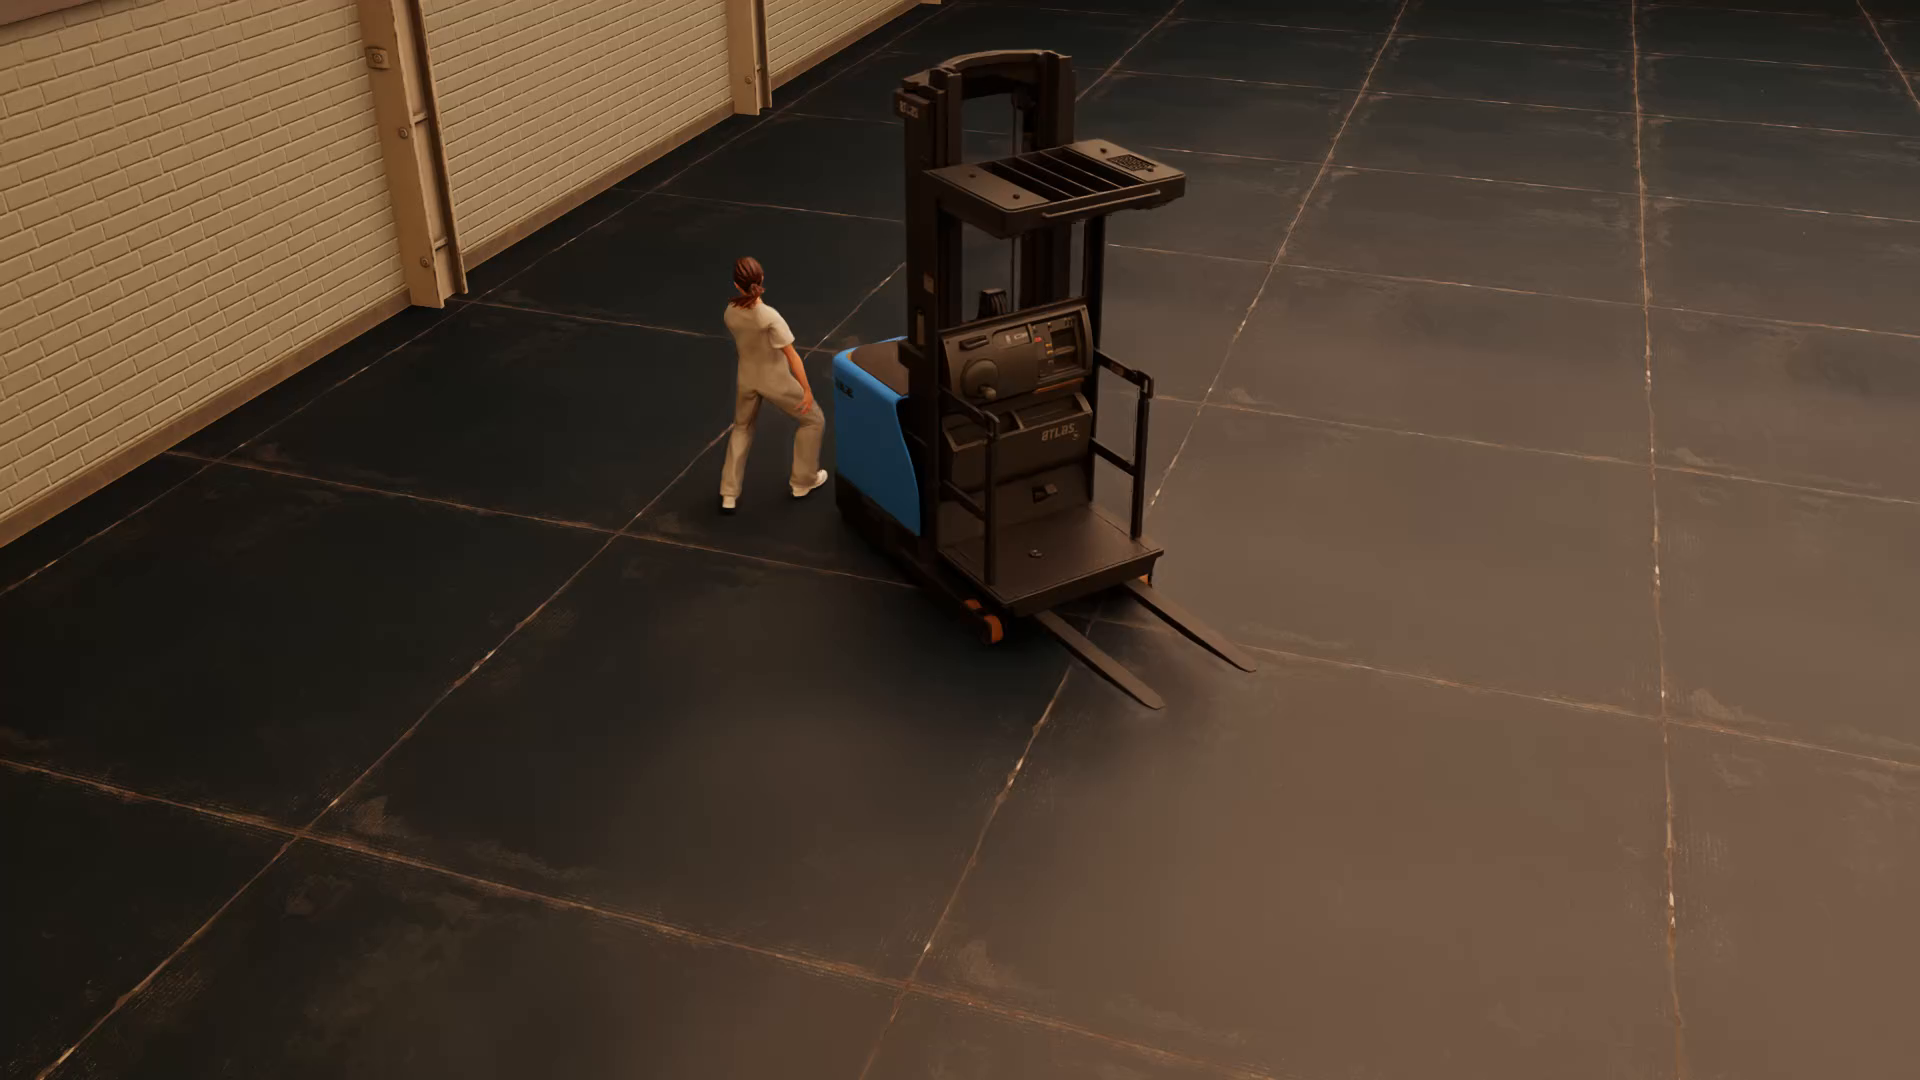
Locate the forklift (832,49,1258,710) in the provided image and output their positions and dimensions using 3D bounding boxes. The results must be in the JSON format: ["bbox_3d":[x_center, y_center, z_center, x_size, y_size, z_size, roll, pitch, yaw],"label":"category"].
[{"bbox_3d":[0.435,-0.967,8.833,1.130,2.935,3.031,-17,34,-28],"label":"forklift"}]

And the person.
[{"bbox_3d":[-1.147,-0.975,10.203,0.632,1.586,0.708,13,32,22],"label":"person"}]
